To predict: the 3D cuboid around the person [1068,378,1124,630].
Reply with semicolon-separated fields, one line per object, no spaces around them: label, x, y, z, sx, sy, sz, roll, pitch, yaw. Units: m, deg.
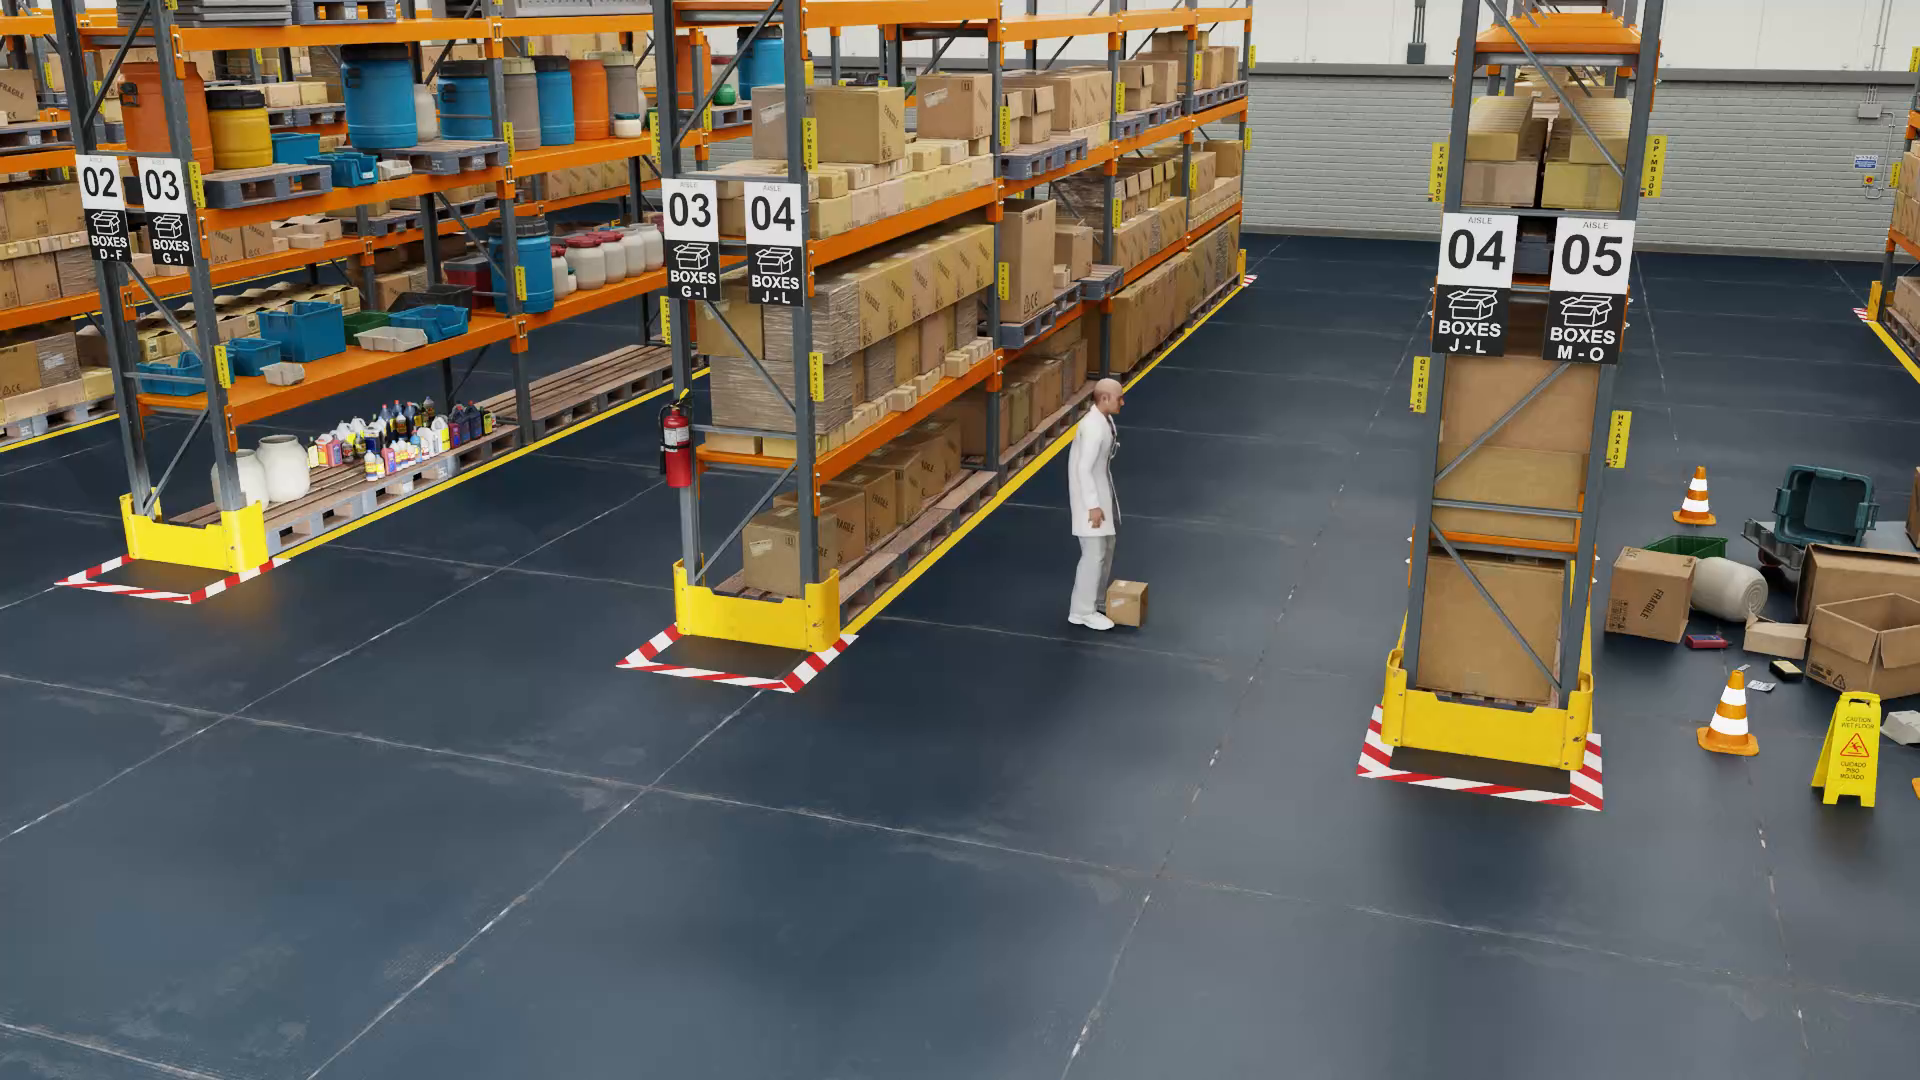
person;0.994;-0.290;11.959;0.422;1.773;0.652;5;19;16
